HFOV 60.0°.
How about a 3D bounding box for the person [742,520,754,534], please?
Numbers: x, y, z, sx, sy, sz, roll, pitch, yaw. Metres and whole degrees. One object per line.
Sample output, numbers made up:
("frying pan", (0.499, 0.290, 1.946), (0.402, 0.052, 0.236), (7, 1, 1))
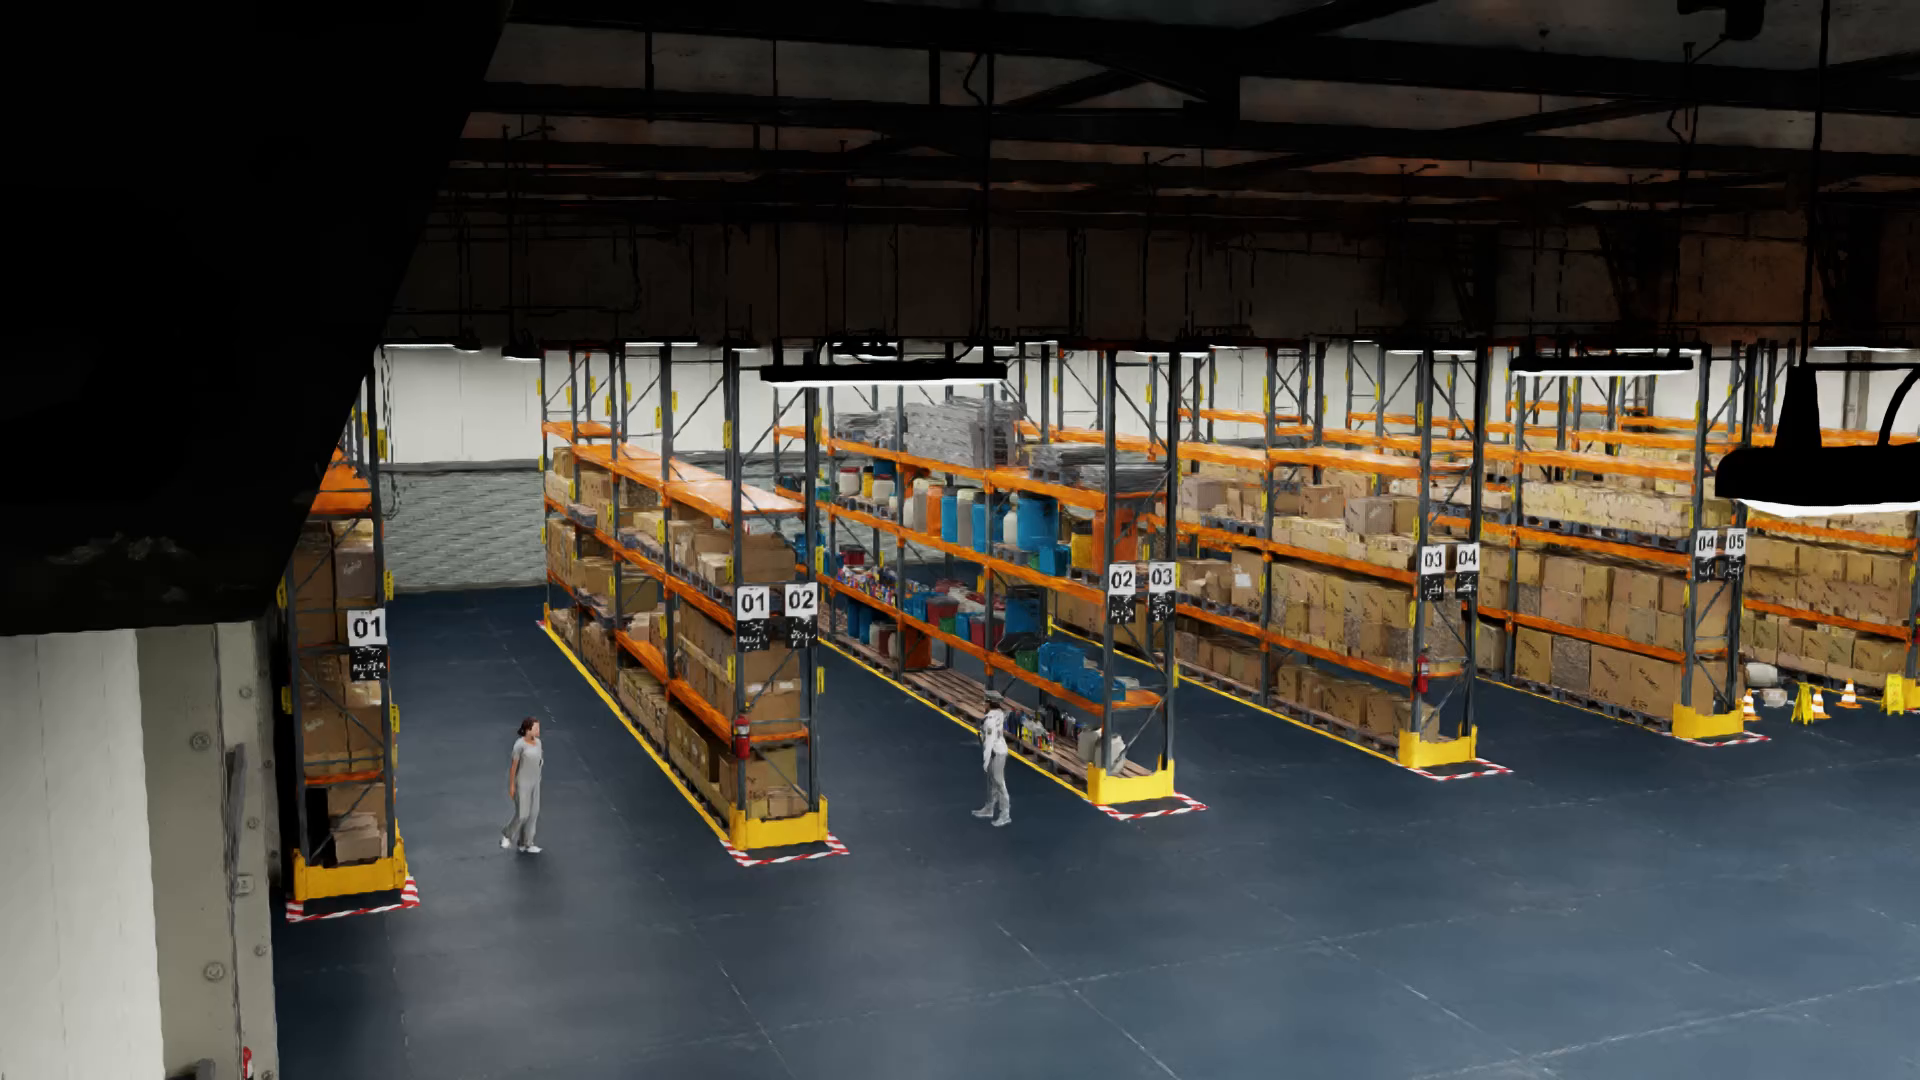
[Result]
("person", (-5.306, 0.177, 40.658), (0.531, 1.728, 1.037), (-2, 8, -13))

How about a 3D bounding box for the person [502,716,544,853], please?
("person", (-5.253, 2.928, 19.944), (0.518, 1.663, 0.509), (4, 9, 31))

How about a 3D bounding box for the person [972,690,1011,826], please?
("person", (0.401, 2.748, 21.167), (0.544, 1.665, 0.573), (1, 8, 10))
